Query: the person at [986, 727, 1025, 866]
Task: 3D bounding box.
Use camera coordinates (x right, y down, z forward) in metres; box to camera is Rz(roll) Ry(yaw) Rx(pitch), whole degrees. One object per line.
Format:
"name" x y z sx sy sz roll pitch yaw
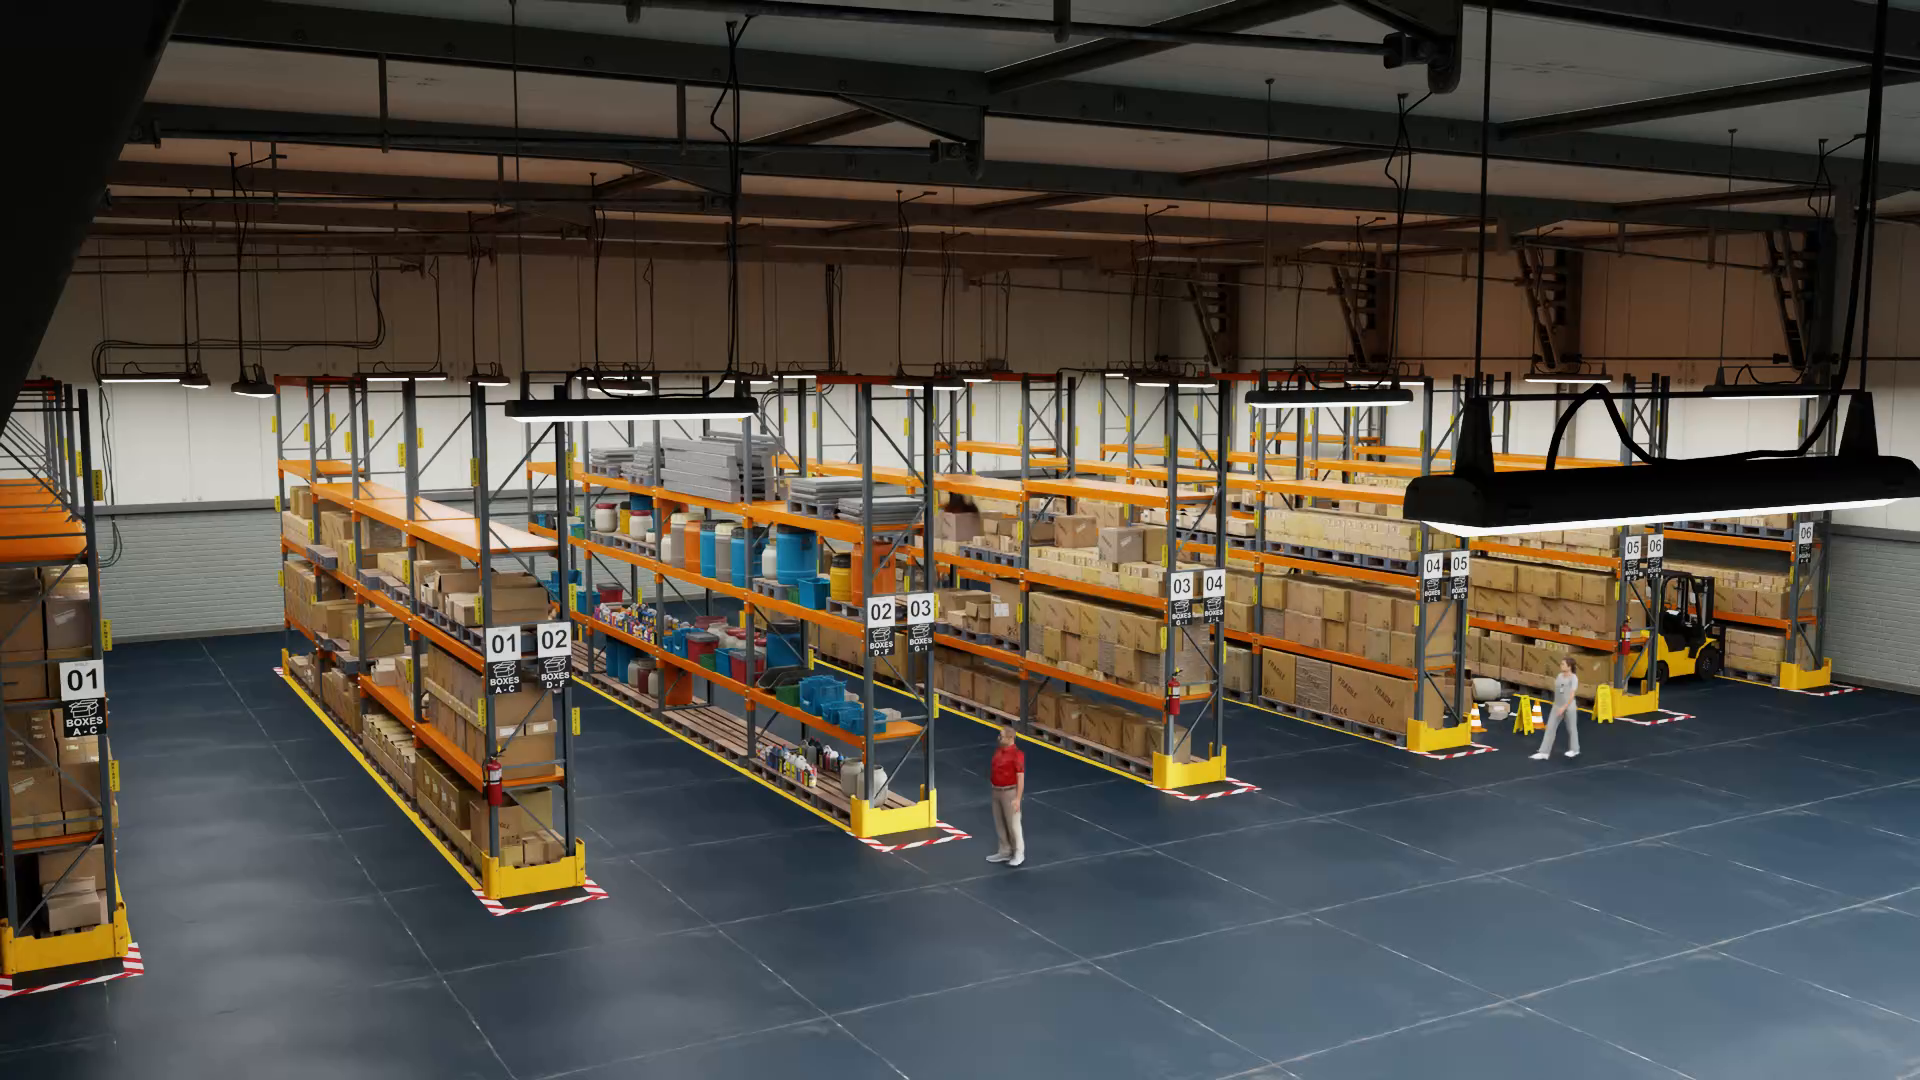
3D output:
"person" 0.592 3.198 20.827 0.422 1.730 0.641 -5 8 -40

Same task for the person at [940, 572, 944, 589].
"person" -0.610 0.880 41.953 0.943 1.727 0.691 -4 7 -30

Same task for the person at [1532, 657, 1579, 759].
"person" 9.462 2.646 26.136 0.967 1.616 0.445 -5 8 -40

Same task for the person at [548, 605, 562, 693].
"person" -7.680 2.050 31.428 0.415 1.673 0.505 -5 8 -38
